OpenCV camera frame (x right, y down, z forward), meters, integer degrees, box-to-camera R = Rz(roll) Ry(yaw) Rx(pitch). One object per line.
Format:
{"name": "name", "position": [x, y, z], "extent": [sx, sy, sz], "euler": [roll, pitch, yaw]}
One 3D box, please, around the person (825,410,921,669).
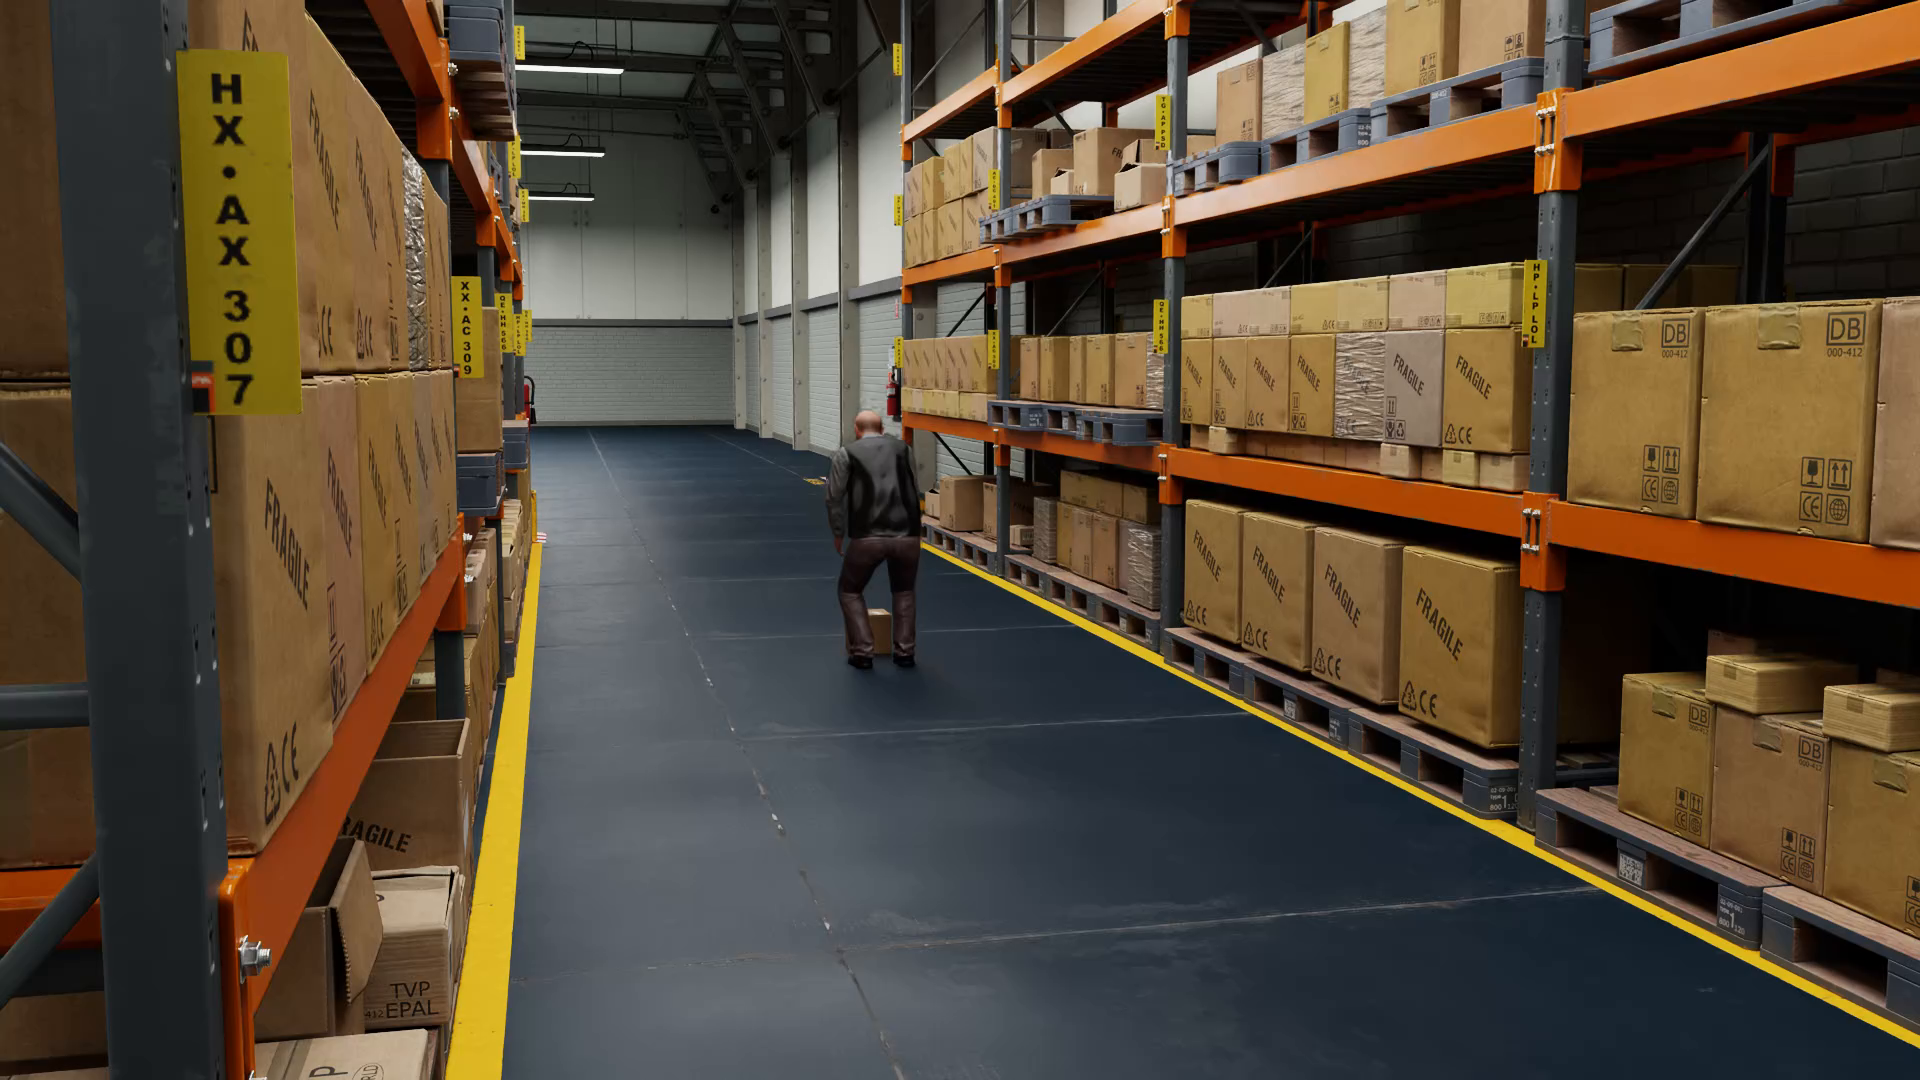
{"name": "person", "position": [-0.510, -0.005, 10.022], "extent": [0.586, 1.538, 0.602], "euler": [-1, 6, -13]}
